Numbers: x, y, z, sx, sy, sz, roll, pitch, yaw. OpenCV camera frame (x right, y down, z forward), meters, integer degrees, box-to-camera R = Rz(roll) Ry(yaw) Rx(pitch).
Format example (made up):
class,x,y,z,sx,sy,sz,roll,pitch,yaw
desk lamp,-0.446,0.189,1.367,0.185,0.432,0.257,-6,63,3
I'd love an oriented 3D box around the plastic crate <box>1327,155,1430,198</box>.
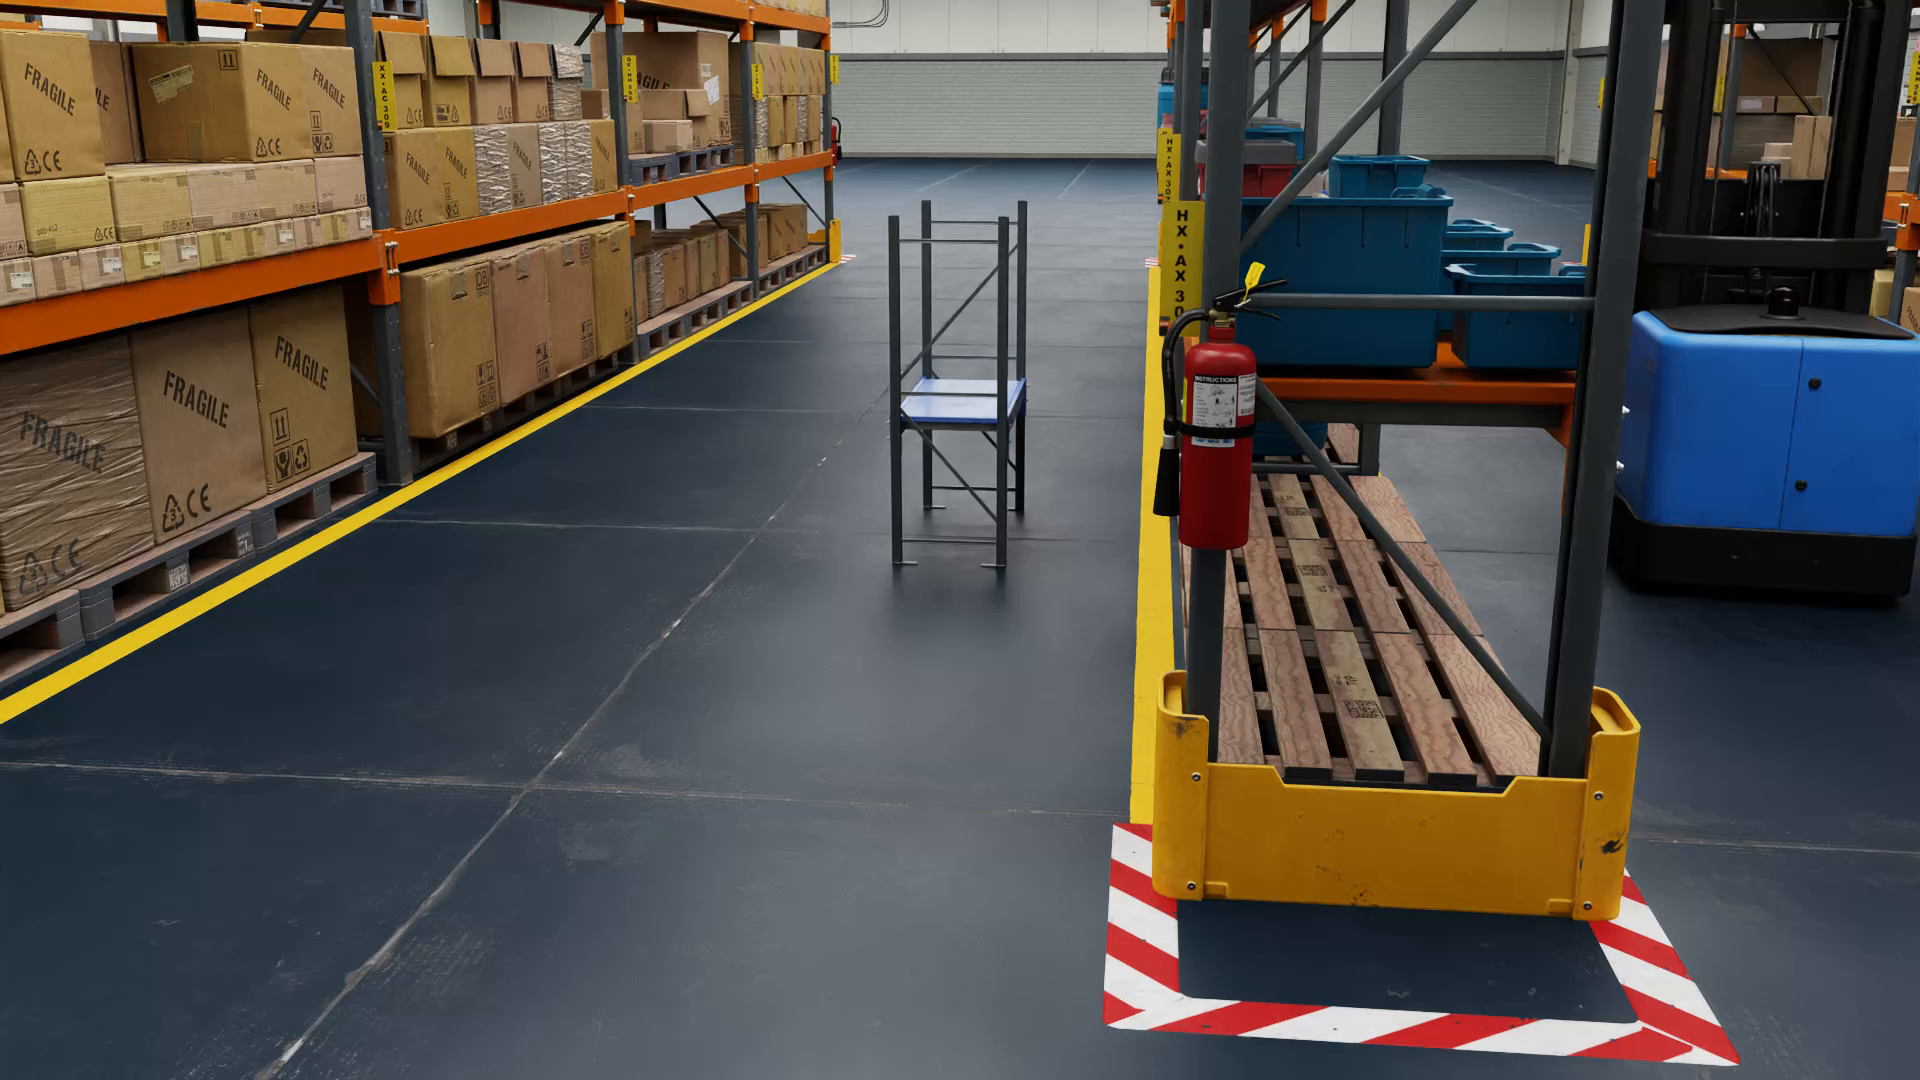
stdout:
class,x,y,z,sx,sy,sz,roll,pitch,yaw
plastic crate,1.822,-1.491,7.345,0.392,0.384,0.575,2,15,6

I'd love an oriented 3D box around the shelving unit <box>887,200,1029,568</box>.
class,x,y,z,sx,sy,sz,roll,pitch,yaw
shelving unit,0.010,-0.746,7.548,0.538,1.500,1.048,2,15,6

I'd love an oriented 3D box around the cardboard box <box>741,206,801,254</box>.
class,x,y,z,sx,sy,sz,roll,pitch,yaw
cardboard box,-2.152,-3.538,18.982,0.500,0.500,0.500,6,16,21

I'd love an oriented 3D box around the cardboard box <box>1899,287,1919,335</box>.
class,x,y,z,sx,sy,sz,roll,pitch,yaw
cardboard box,6.573,-1.387,10.993,0.500,0.500,0.500,2,15,9

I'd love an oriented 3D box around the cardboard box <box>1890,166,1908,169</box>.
class,x,y,z,sx,sy,sz,roll,pitch,yaw
cardboard box,6.996,-2.703,12.391,0.380,0.149,0.250,3,15,10

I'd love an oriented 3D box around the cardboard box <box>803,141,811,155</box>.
class,x,y,z,sx,sy,sz,roll,pitch,yaw
cardboard box,-1.908,-4.462,18.899,0.380,0.149,0.250,2,15,6

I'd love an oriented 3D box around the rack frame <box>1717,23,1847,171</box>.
class,x,y,z,sx,sy,sz,roll,pitch,yaw
rack frame,7.360,-3.529,14.966,1.000,3.000,0.127,2,15,6

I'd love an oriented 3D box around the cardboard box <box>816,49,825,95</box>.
class,x,y,z,sx,sy,sz,roll,pitch,yaw
cardboard box,-1.848,-5.384,19.148,0.500,0.500,0.500,2,15,6

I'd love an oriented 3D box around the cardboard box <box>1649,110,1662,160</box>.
class,x,y,z,sx,sy,sz,roll,pitch,yaw
cardboard box,7.629,-4.229,17.363,0.700,0.500,0.500,2,15,7

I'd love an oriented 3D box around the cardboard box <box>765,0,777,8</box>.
class,x,y,z,sx,sy,sz,roll,pitch,yaw
cardboard box,-2.123,-5.444,16.588,0.500,0.250,0.500,2,15,6

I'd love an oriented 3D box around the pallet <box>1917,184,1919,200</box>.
class,x,y,z,sx,sy,sz,roll,pitch,yaw
pallet,6.902,-2.221,10.496,1.213,0.211,1.003,2,15,6

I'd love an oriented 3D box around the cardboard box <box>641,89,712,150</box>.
class,x,y,z,sx,sy,sz,roll,pitch,yaw
cardboard box,-2.587,-3.622,14.307,0.797,0.503,0.637,3,15,12

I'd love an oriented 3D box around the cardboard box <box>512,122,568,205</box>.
class,x,y,z,sx,sy,sz,roll,pitch,yaw
cardboard box,-2.861,-2.433,10.722,0.500,0.500,0.500,1,15,4

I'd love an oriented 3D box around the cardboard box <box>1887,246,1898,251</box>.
class,x,y,z,sx,sy,sz,roll,pitch,yaw
cardboard box,7.488,-2.297,13.799,0.500,0.311,0.500,2,15,6

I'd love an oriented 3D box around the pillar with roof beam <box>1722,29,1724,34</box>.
class,x,y,z,sx,sy,sz,roll,pitch,yaw
pillar with roof beam,11.268,-11.906,34.452,9.100,9.000,0.400,2,15,6

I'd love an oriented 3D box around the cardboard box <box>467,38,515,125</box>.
class,x,y,z,sx,sy,sz,roll,pitch,yaw
cardboard box,-3.178,-2.784,10.100,0.797,0.503,0.637,2,15,8

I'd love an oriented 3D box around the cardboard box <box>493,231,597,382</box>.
class,x,y,z,sx,sy,sz,roll,pitch,yaw
cardboard box,-3.141,-1.552,10.921,1.225,0.875,0.875,2,15,6

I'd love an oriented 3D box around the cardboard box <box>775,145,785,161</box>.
class,x,y,z,sx,sy,sz,roll,pitch,yaw
cardboard box,-2.030,-4.006,17.212,0.380,0.149,0.250,2,15,6

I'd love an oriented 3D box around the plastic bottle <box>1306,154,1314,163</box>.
class,x,y,z,sx,sy,sz,roll,pitch,yaw
plastic bottle,2.365,-2.464,11.253,0.061,0.283,0.133,2,15,6

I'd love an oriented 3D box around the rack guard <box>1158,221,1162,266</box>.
class,x,y,z,sx,sy,sz,roll,pitch,yaw
rack guard,2.928,-3.485,19.594,1.175,0.500,0.348,2,15,6

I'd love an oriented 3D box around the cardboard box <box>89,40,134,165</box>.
class,x,y,z,sx,sy,sz,roll,pitch,yaw
cardboard box,-3.811,-1.801,6.855,0.500,0.500,0.500,1,15,4

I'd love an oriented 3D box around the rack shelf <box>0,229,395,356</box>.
class,x,y,z,sx,sy,sz,roll,pitch,yaw
rack shelf,-3.611,-0.881,6.551,1.077,0.370,4.000,2,15,6

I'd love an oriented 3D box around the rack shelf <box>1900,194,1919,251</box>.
class,x,y,z,sx,sy,sz,roll,pitch,yaw
rack shelf,6.683,-1.625,9.305,1.077,0.370,4.000,2,15,6

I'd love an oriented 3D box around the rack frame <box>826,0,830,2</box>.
class,x,y,z,sx,sy,sz,roll,pitch,yaw
rack frame,-2.032,-7.755,19.102,1.000,3.000,0.127,2,15,6

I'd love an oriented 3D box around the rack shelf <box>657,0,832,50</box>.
class,x,y,z,sx,sy,sz,roll,pitch,yaw
rack shelf,-2.257,-5.441,17.669,1.077,0.370,4.000,2,15,6

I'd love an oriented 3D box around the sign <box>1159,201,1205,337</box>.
class,x,y,z,sx,sy,sz,roll,pitch,yaw
sign,0.536,-0.654,4.022,0.100,0.325,0.005,2,15,6

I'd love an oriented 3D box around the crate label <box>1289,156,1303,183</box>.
class,x,y,z,sx,sy,sz,roll,pitch,yaw
crate label,2.407,-2.656,12.057,0.303,0.233,0.416,2,15,6

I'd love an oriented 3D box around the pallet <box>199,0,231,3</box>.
class,x,y,z,sx,sy,sz,roll,pitch,yaw
pallet,-7.454,-5.110,15.434,0.805,0.209,1.217,1,15,4

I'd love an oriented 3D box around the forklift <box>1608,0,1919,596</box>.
class,x,y,z,sx,sy,sz,roll,pitch,yaw
forklift,3.601,-1.534,7.719,1.130,2.935,3.031,4,16,13

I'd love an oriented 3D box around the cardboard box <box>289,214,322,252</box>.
class,x,y,z,sx,sy,sz,roll,pitch,yaw
cardboard box,-3.153,-1.403,7.587,0.380,0.149,0.250,1,15,5

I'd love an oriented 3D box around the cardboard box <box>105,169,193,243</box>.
class,x,y,z,sx,sy,sz,roll,pitch,yaw
cardboard box,-3.349,-1.298,6.432,0.500,0.250,0.500,1,15,5

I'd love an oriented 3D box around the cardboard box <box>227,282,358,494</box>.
class,x,y,z,sx,sy,sz,roll,pitch,yaw
cardboard box,-3.540,-0.755,7.973,0.875,0.875,0.875,2,15,6

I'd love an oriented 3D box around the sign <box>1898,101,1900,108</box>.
class,x,y,z,sx,sy,sz,roll,pitch,yaw
sign,14.663,-6.823,26.064,0.001,0.109,0.331,2,15,6

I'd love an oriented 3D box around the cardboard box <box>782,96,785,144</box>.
class,x,y,z,sx,sy,sz,roll,pitch,yaw
cardboard box,-2.323,-4.390,17.388,0.875,0.500,0.500,2,15,6

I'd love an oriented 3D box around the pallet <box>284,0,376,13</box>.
class,x,y,z,sx,sy,sz,roll,pitch,yaw
pallet,-7.157,-5.926,18.256,1.003,0.211,1.213,2,15,6

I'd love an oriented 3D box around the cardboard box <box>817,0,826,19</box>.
class,x,y,z,sx,sy,sz,roll,pitch,yaw
cardboard box,-1.834,-6.102,19.023,0.500,0.250,0.500,2,15,8

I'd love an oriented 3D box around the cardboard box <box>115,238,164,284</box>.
class,x,y,z,sx,sy,sz,roll,pitch,yaw
cardboard box,-3.297,-1.069,6.351,0.380,0.149,0.250,1,15,5

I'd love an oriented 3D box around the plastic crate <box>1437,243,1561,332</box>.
class,x,y,z,sx,sy,sz,roll,pitch,yaw
plastic crate,1.514,-0.737,4.845,0.416,0.233,0.300,2,15,6

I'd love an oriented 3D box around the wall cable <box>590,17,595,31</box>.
class,x,y,z,sx,sy,sz,roll,pitch,yaw
wall cable,-12.753,-15.045,52.011,3.097,2.526,0.112,2,15,6

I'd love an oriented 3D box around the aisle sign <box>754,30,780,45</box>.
class,x,y,z,sx,sy,sz,roll,pitch,yaw
aisle sign,-2.323,-6.139,19.638,0.394,0.787,0.004,2,15,6

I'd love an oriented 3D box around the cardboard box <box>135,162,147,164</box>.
class,x,y,z,sx,sy,sz,roll,pitch,yaw
cardboard box,-3.760,-1.575,7.457,0.500,0.250,0.500,2,15,6

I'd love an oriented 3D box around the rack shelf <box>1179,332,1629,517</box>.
class,x,y,z,sx,sy,sz,roll,pitch,yaw
rack shelf,1.310,-0.735,6.011,1.077,0.370,4.000,2,15,6

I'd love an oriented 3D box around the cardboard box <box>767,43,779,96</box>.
class,x,y,z,sx,sy,sz,roll,pitch,yaw
cardboard box,-2.125,-4.735,16.750,0.500,0.500,0.500,2,15,6

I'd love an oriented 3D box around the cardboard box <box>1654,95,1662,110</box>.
class,x,y,z,sx,sy,sz,roll,pitch,yaw
cardboard box,7.438,-4.564,17.362,0.380,0.149,0.250,1,15,4

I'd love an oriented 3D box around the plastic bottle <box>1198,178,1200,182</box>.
class,x,y,z,sx,sy,sz,roll,pitch,yaw
plastic bottle,1.314,-1.825,8.759,0.144,0.351,0.185,2,15,6

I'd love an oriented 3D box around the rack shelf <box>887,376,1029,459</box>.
class,x,y,z,sx,sy,sz,roll,pitch,yaw
rack shelf,0.010,-0.572,7.595,0.538,0.185,1.000,2,15,6

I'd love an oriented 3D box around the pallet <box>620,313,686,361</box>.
class,x,y,z,sx,sy,sz,roll,pitch,yaw
pallet,-2.845,-1.641,13.325,1.003,0.211,1.213,2,15,6

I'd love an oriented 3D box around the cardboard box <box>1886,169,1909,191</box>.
class,x,y,z,sx,sy,sz,roll,pitch,yaw
cardboard box,6.735,-2.612,12.055,0.380,0.149,0.250,2,15,6

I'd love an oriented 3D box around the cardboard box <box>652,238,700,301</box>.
class,x,y,z,sx,sy,sz,roll,pitch,yaw
cardboard box,-2.709,-2.400,14.739,0.700,0.500,0.500,0,15,1

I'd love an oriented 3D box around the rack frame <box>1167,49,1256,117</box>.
class,x,y,z,sx,sy,sz,roll,pitch,yaw
rack frame,2.890,-4.713,19.346,1.000,3.000,0.127,2,15,6

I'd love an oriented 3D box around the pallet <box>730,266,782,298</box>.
class,x,y,z,sx,sy,sz,roll,pitch,yaw
pallet,-2.442,-2.651,17.061,1.003,0.211,1.213,2,15,6

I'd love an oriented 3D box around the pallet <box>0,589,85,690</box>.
class,x,y,z,sx,sy,sz,roll,pitch,yaw
pallet,-3.825,0.427,5.678,1.003,0.211,1.213,2,15,6
